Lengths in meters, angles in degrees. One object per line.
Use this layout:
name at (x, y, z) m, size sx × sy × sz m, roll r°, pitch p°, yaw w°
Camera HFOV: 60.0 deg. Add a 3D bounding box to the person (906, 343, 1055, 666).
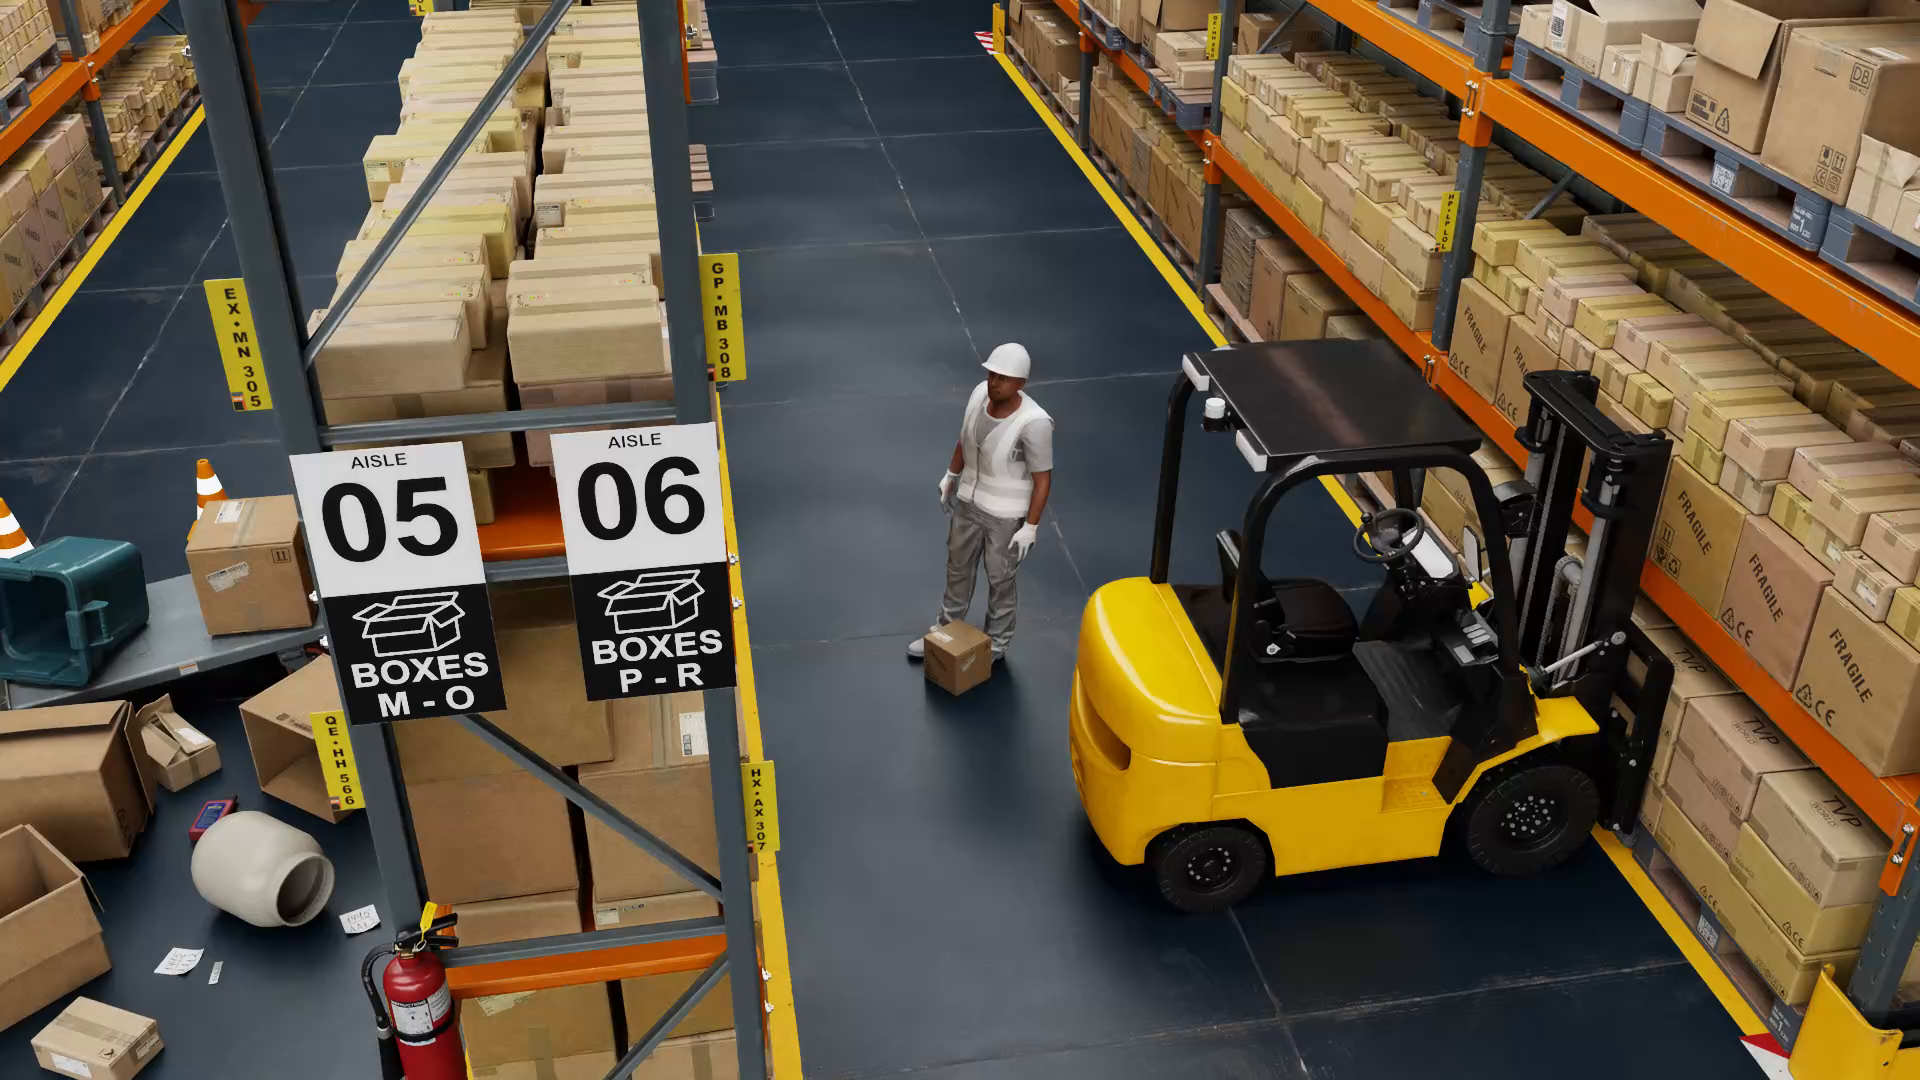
person at (0.112, -0.143, 8.344) m, size 0.577 × 1.782 × 0.656 m, roll -24°, pitch 38°, yaw -35°
